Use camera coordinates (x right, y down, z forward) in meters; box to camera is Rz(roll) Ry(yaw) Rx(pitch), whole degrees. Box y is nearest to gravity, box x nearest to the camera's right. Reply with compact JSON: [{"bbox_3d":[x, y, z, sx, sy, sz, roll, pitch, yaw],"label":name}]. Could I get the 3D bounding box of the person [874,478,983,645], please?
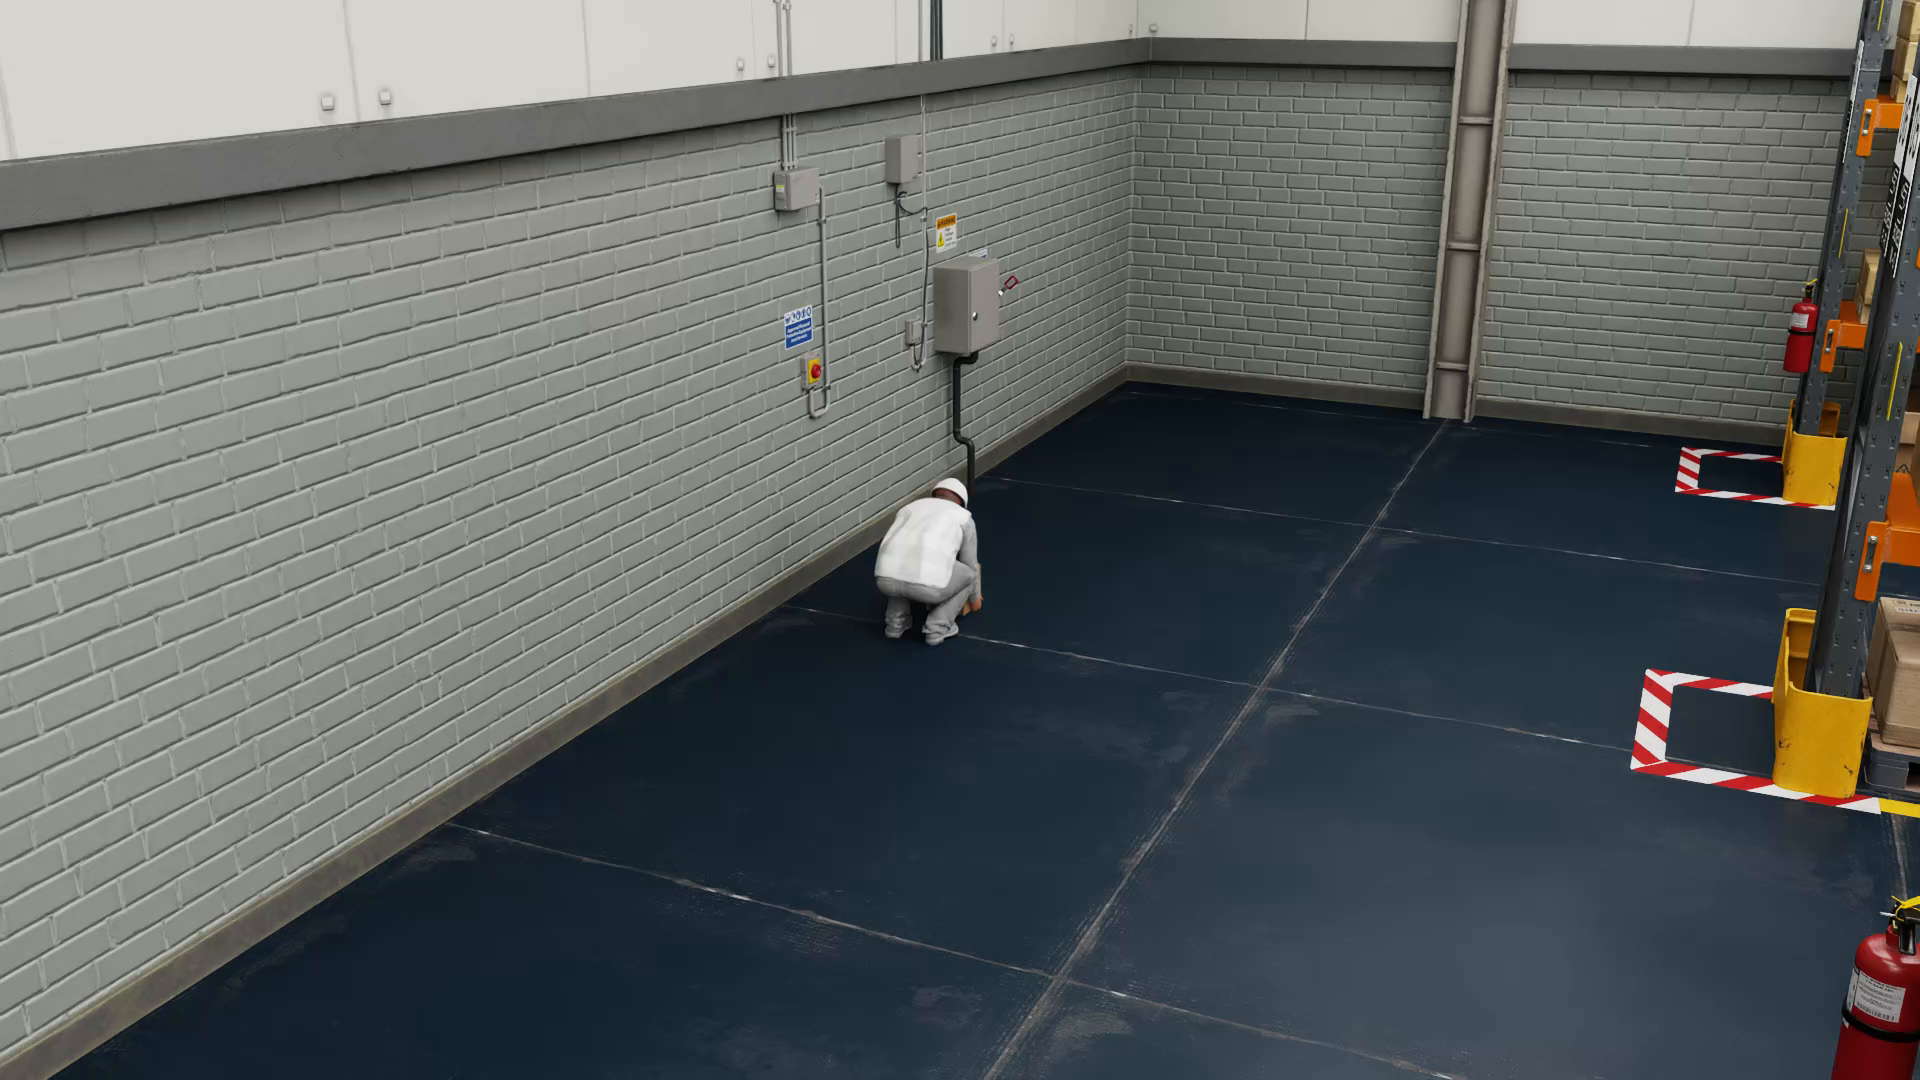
[{"bbox_3d":[-0.164,0.161,9.716,0.524,0.868,0.958,8,20,22],"label":"person"}]
